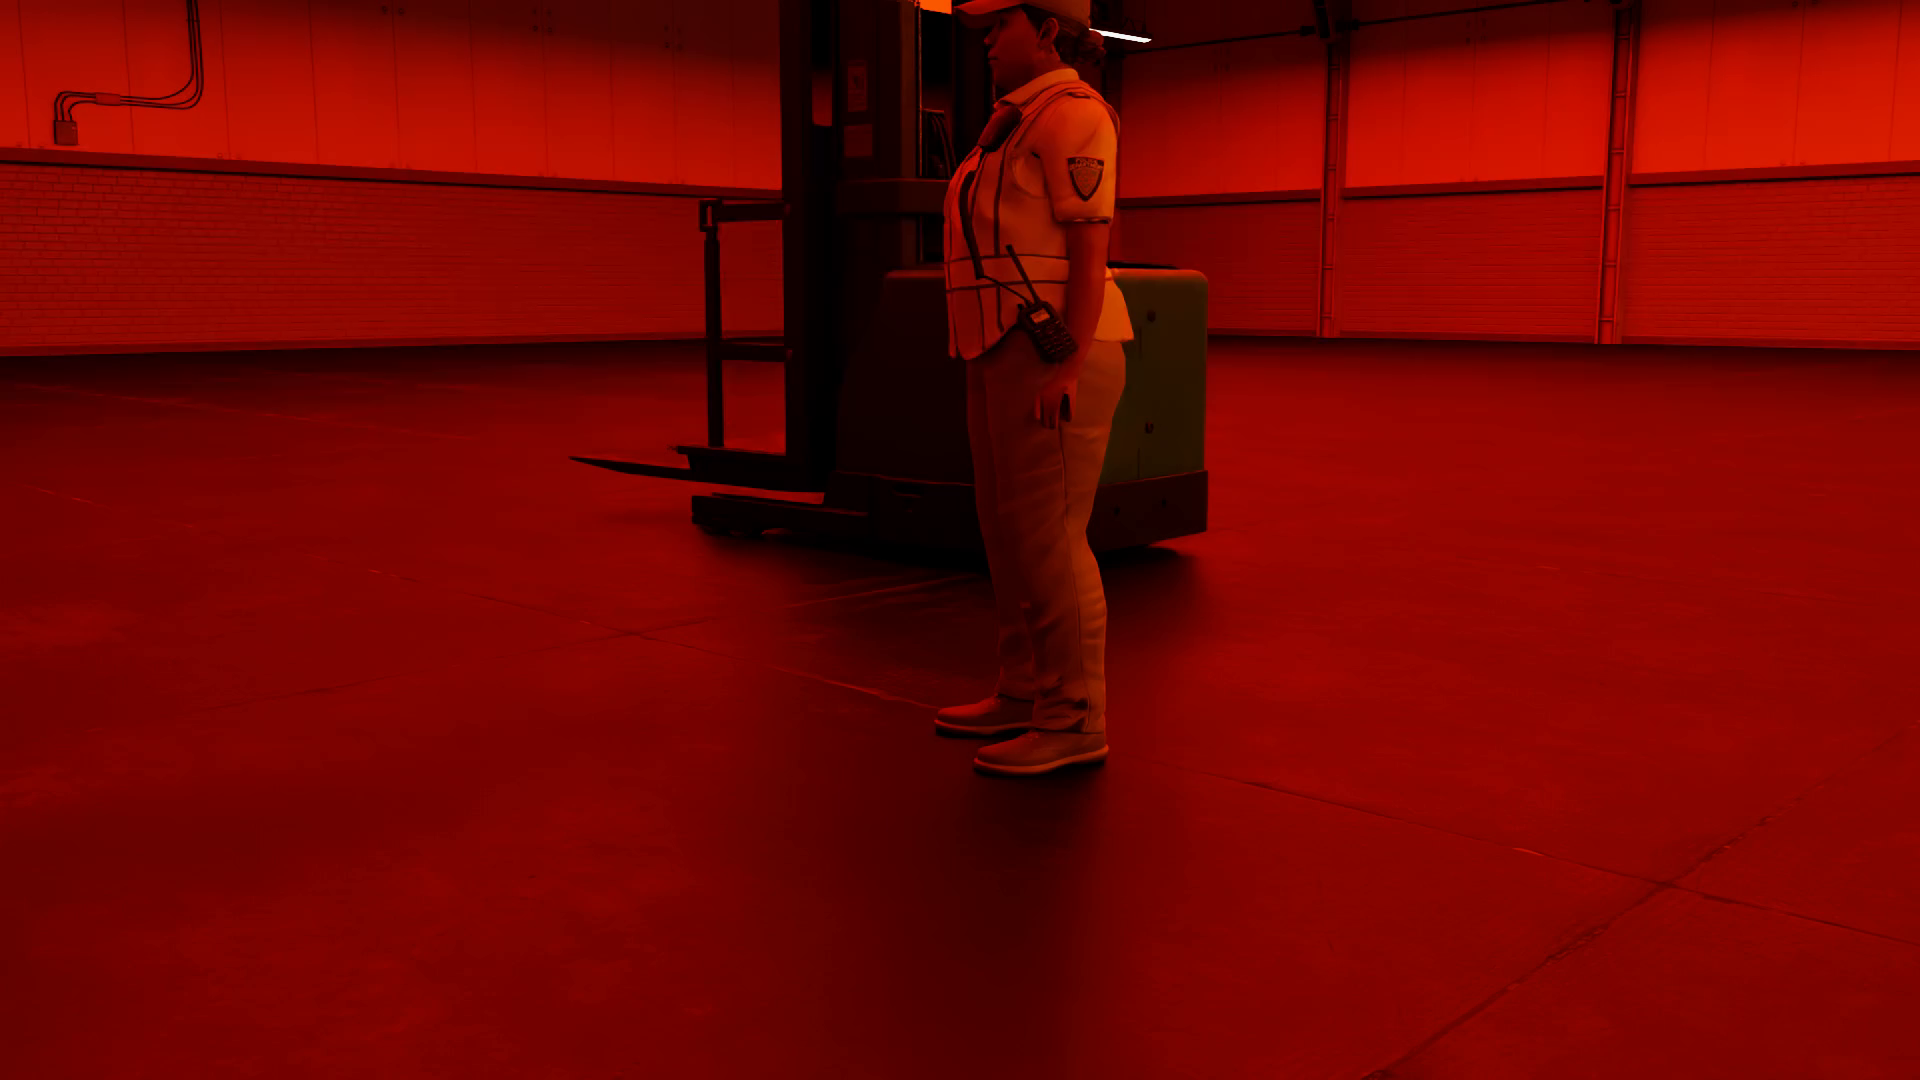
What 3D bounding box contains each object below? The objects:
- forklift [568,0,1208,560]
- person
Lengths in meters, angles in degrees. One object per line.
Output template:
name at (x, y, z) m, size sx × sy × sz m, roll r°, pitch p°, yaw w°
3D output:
forklift at (-0.481, -1.508, 6.889) m, size 3.031 × 2.935 × 1.130 m, roll 7°, pitch 11°, yaw 40°
person at (0.152, -0.360, 3.537) m, size 0.390 × 1.669 × 0.481 m, roll -2°, pitch 9°, yaw -13°
